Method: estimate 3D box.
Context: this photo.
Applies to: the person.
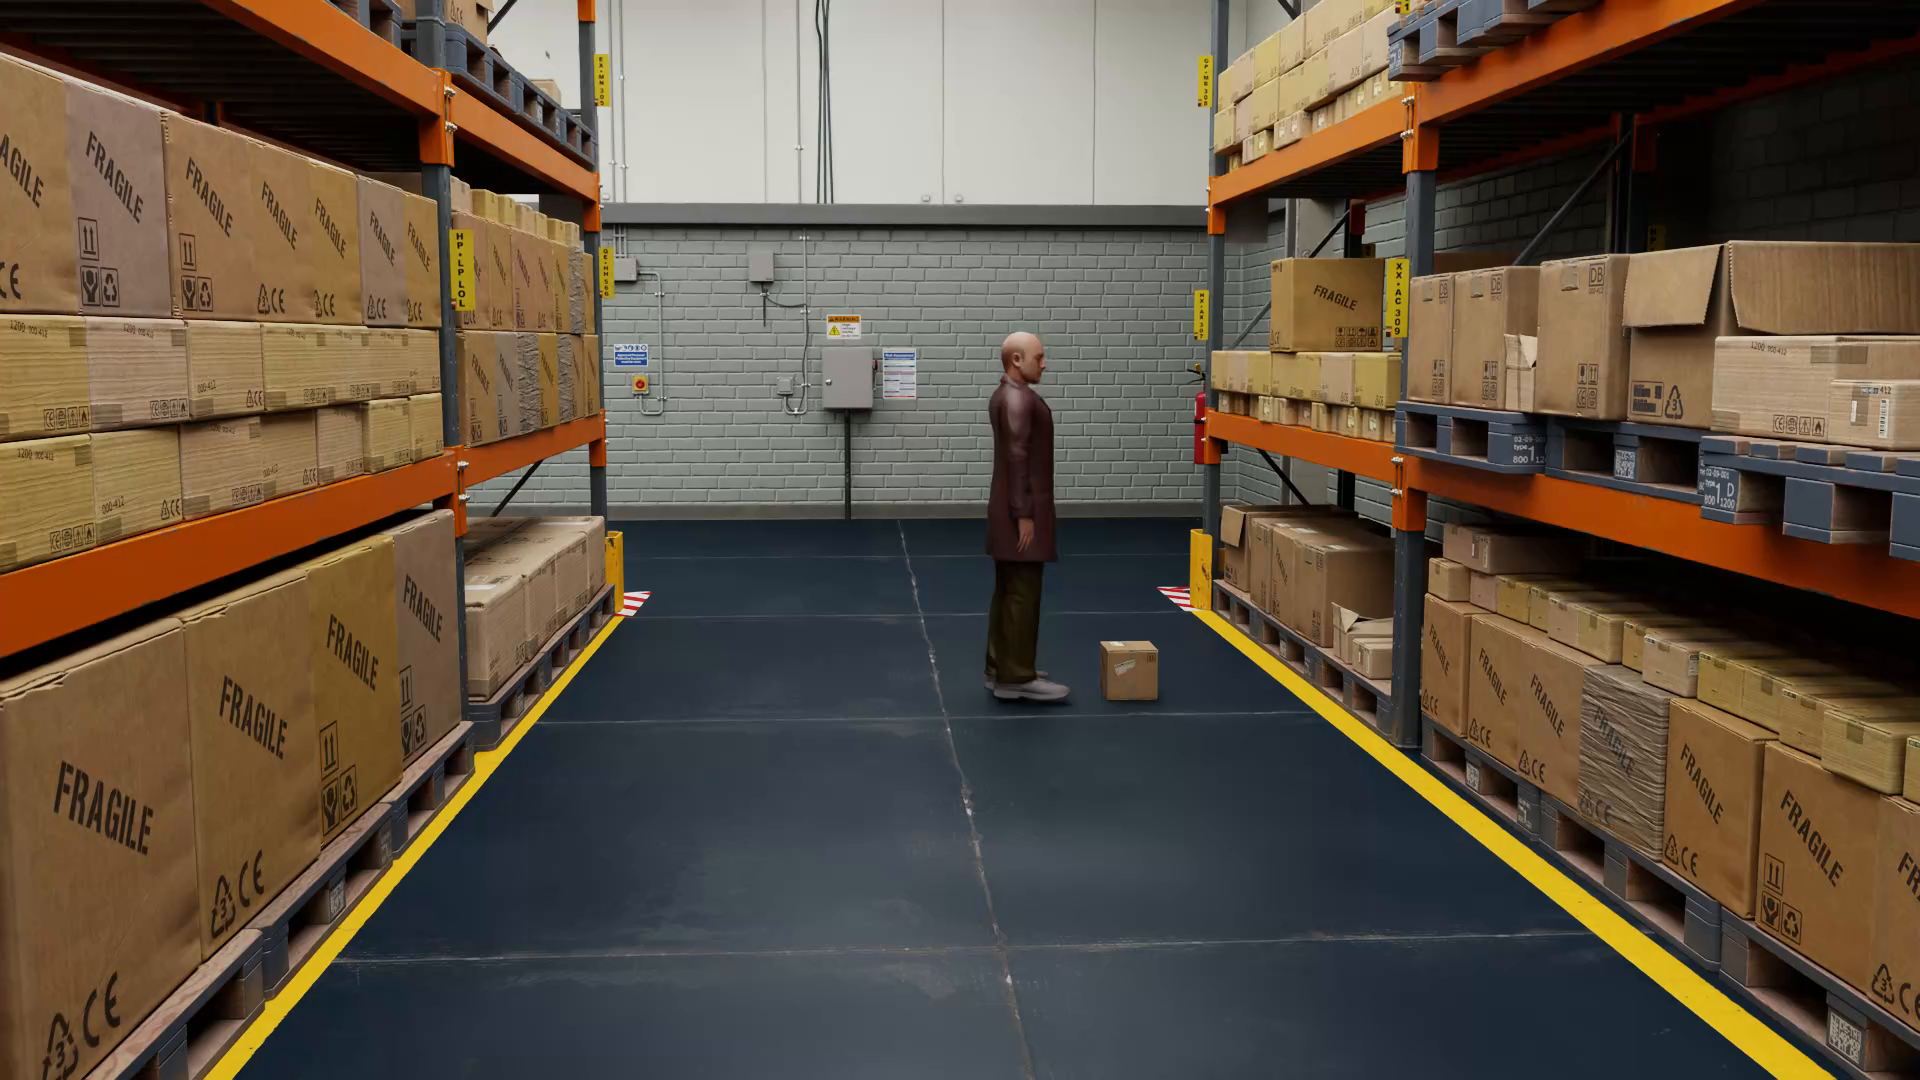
[{"bbox_3d":[0.319,-0.126,8.180,0.373,1.783,0.601,-1,7,-9],"label":"person"}]
